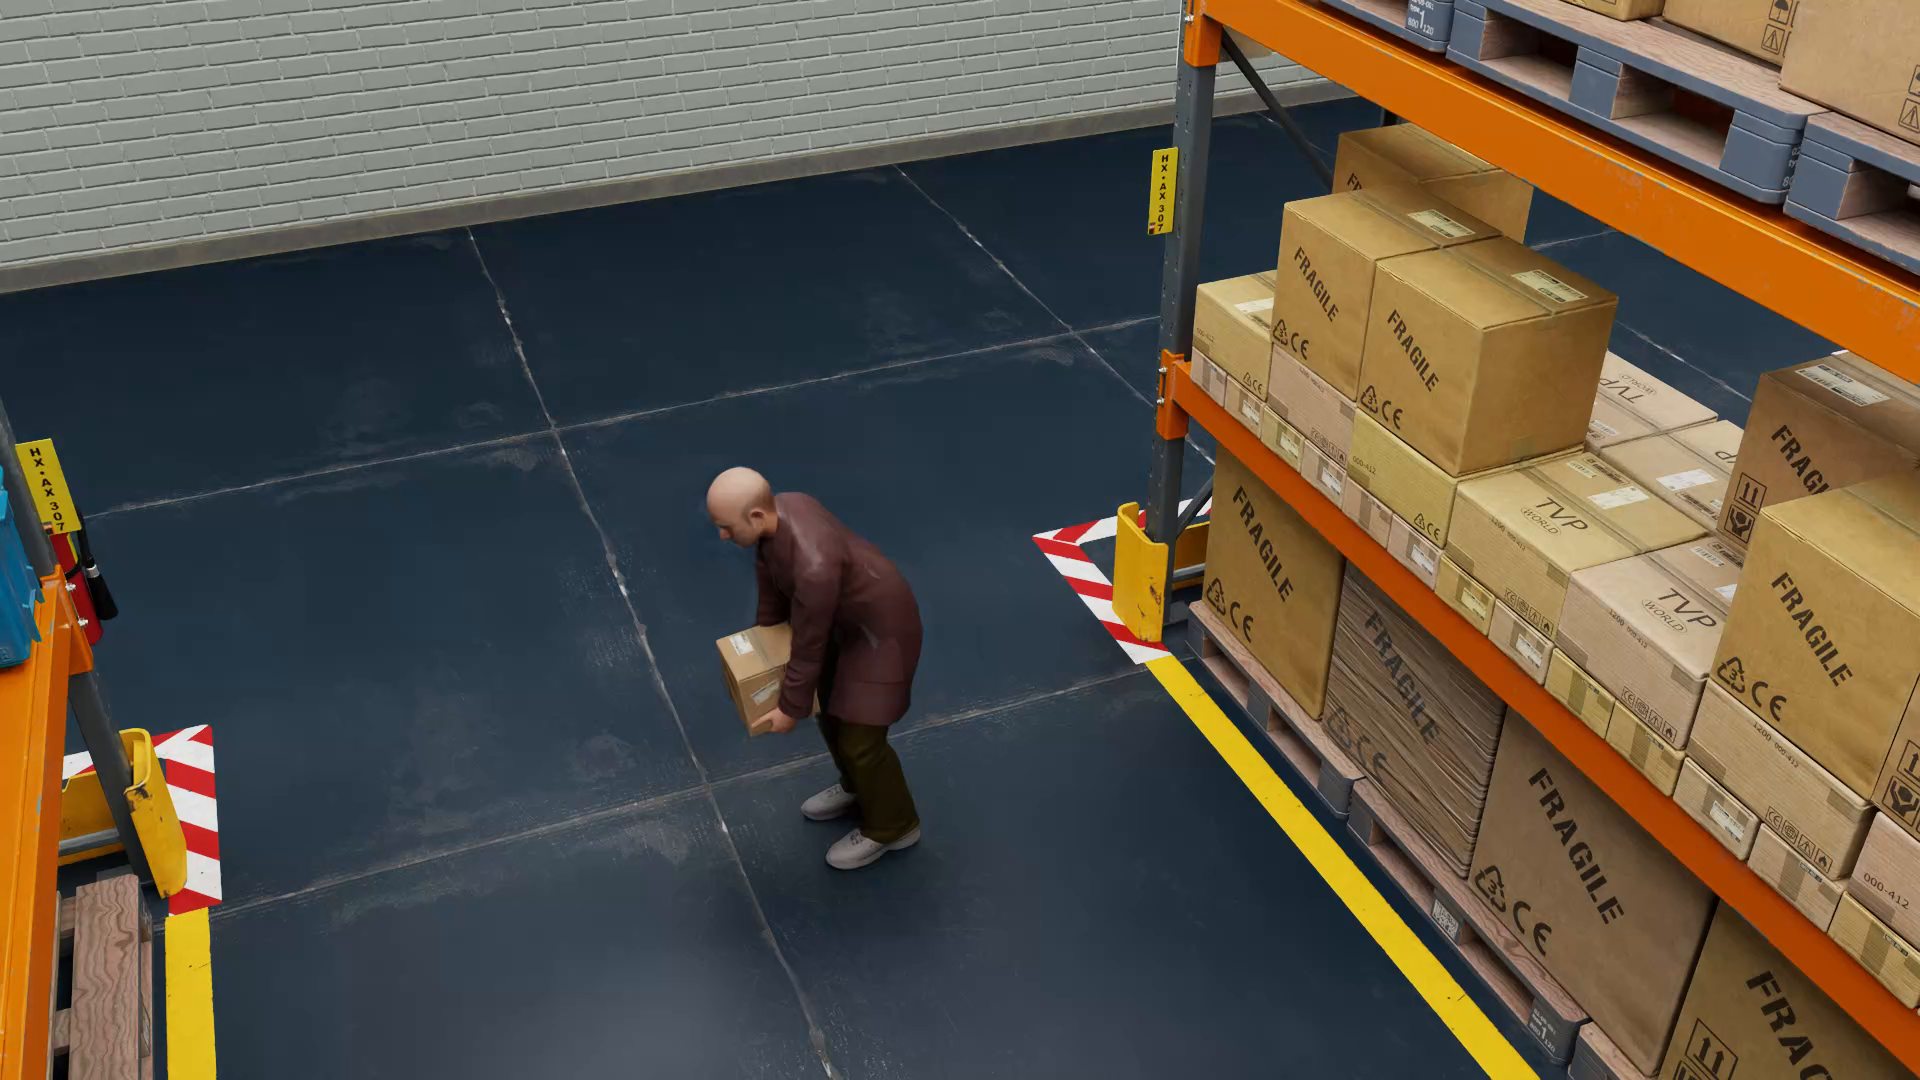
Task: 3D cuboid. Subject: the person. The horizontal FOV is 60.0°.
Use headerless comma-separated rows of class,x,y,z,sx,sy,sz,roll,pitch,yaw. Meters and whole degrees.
person,-0.474,0.410,5.668,0.697,1.626,0.543,-14,35,-20
